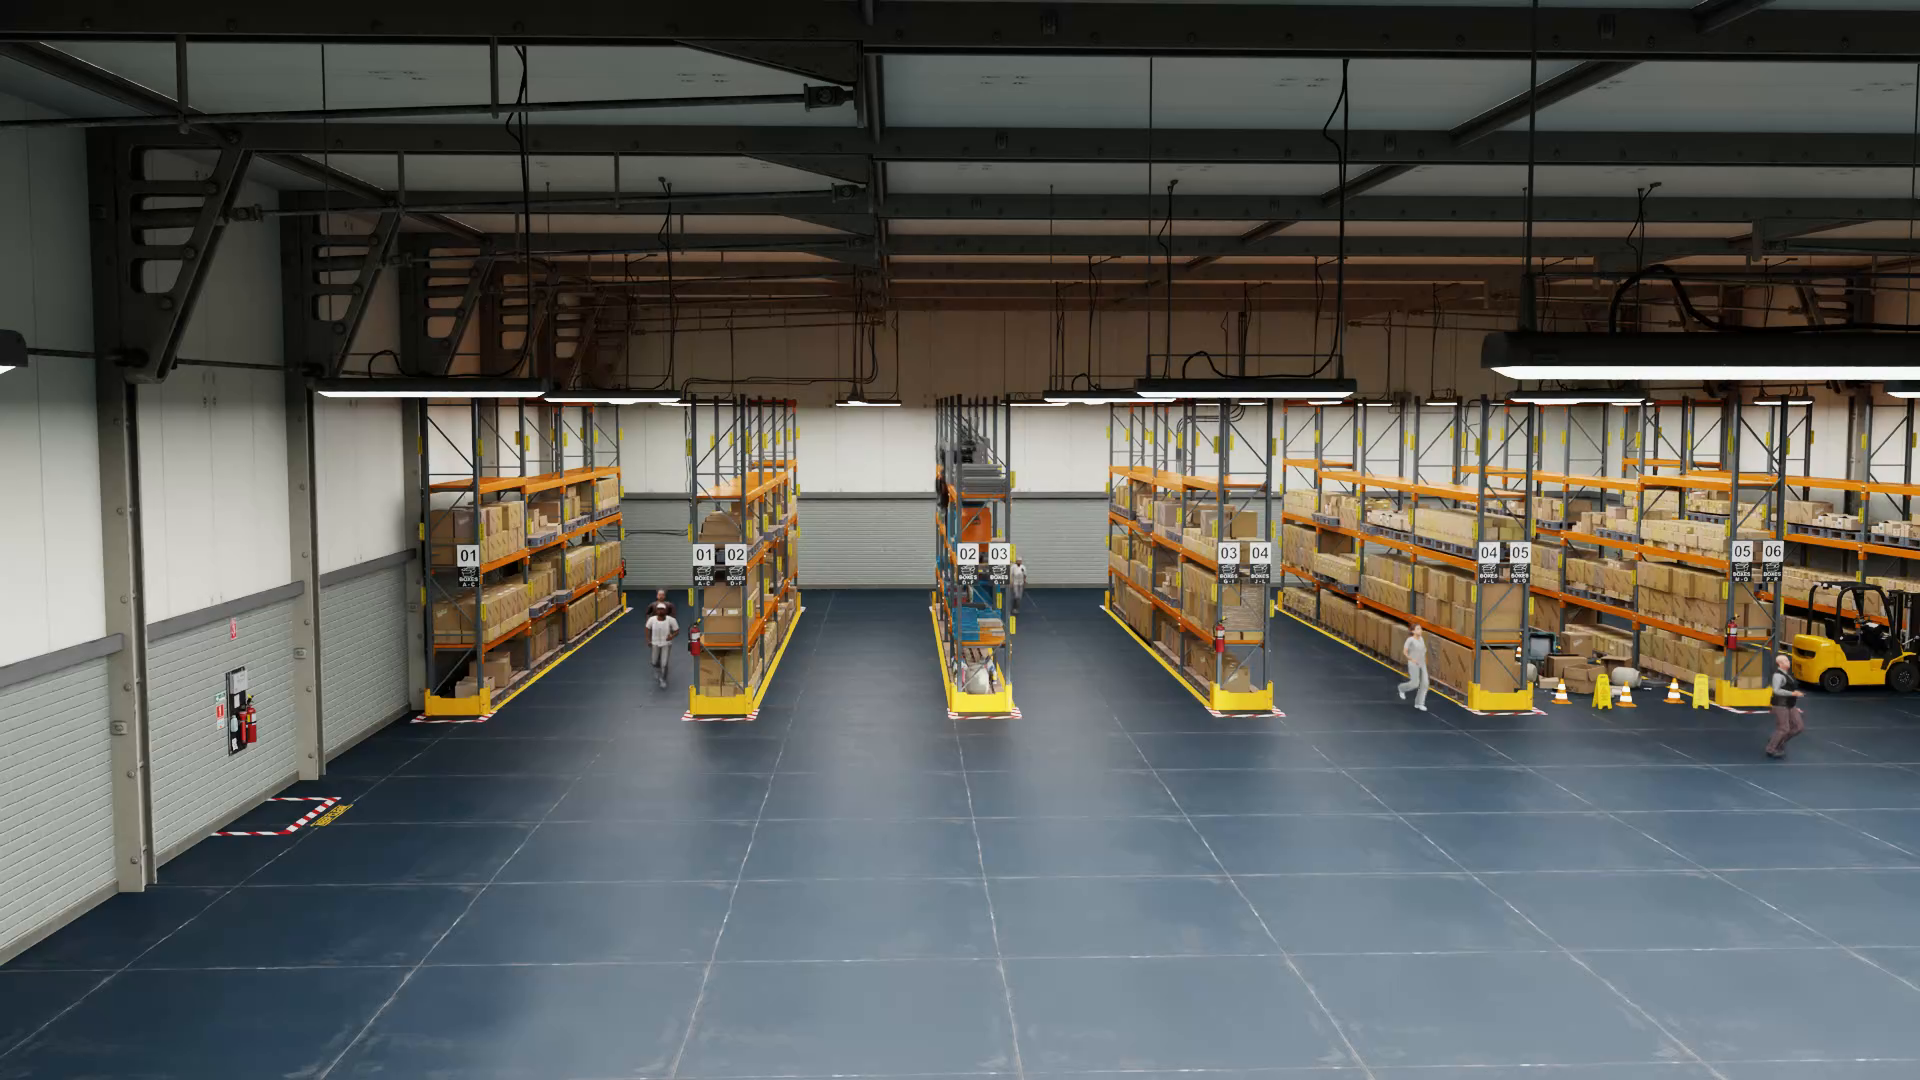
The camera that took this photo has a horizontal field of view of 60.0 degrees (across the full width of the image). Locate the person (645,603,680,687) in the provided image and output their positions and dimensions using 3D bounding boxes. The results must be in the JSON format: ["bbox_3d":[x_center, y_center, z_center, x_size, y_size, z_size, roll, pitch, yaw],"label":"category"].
[{"bbox_3d":[-6.160,2.164,34.327,0.730,1.726,0.594,0,4,0],"label":"person"}]

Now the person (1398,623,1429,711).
[{"bbox_3d":[8.712,2.405,31.866,0.577,1.646,0.745,-2,5,-27],"label":"person"}]

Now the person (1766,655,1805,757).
[{"bbox_3d":[13.540,2.732,27.207,0.610,1.690,0.646,4,6,45],"label":"person"}]

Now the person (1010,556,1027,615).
[{"bbox_3d":[1.605,1.260,46.387,0.523,1.668,0.726,-1,5,-18],"label":"person"}]

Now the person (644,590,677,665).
[{"bbox_3d":[-6.589,1.971,36.653,0.715,1.735,0.826,-1,5,-11],"label":"person"}]
